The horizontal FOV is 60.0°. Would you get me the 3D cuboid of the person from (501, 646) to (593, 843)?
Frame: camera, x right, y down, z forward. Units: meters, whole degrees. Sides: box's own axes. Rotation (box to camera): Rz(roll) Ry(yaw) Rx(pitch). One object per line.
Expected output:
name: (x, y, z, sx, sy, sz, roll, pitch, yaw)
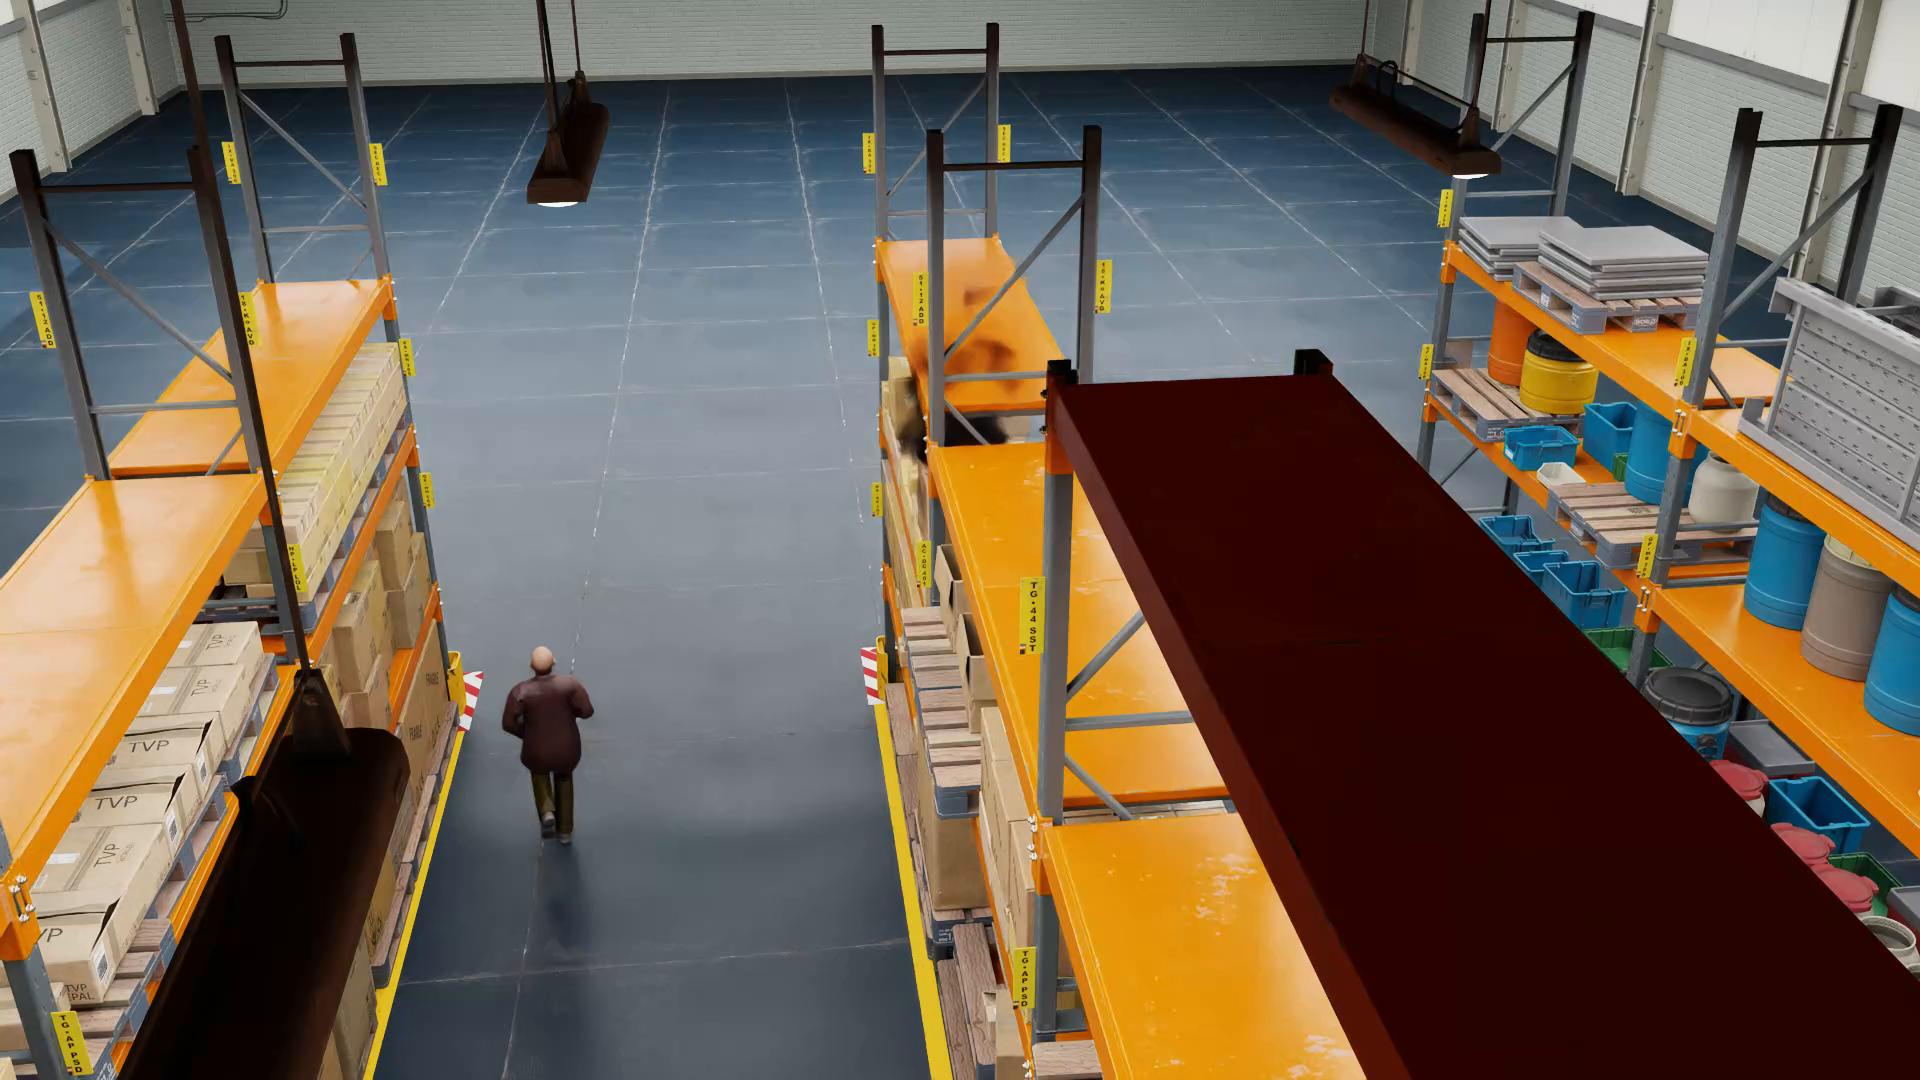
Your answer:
person: (-3.245, 1.579, 13.173, 0.703, 1.729, 0.653, -7, 26, -15)
